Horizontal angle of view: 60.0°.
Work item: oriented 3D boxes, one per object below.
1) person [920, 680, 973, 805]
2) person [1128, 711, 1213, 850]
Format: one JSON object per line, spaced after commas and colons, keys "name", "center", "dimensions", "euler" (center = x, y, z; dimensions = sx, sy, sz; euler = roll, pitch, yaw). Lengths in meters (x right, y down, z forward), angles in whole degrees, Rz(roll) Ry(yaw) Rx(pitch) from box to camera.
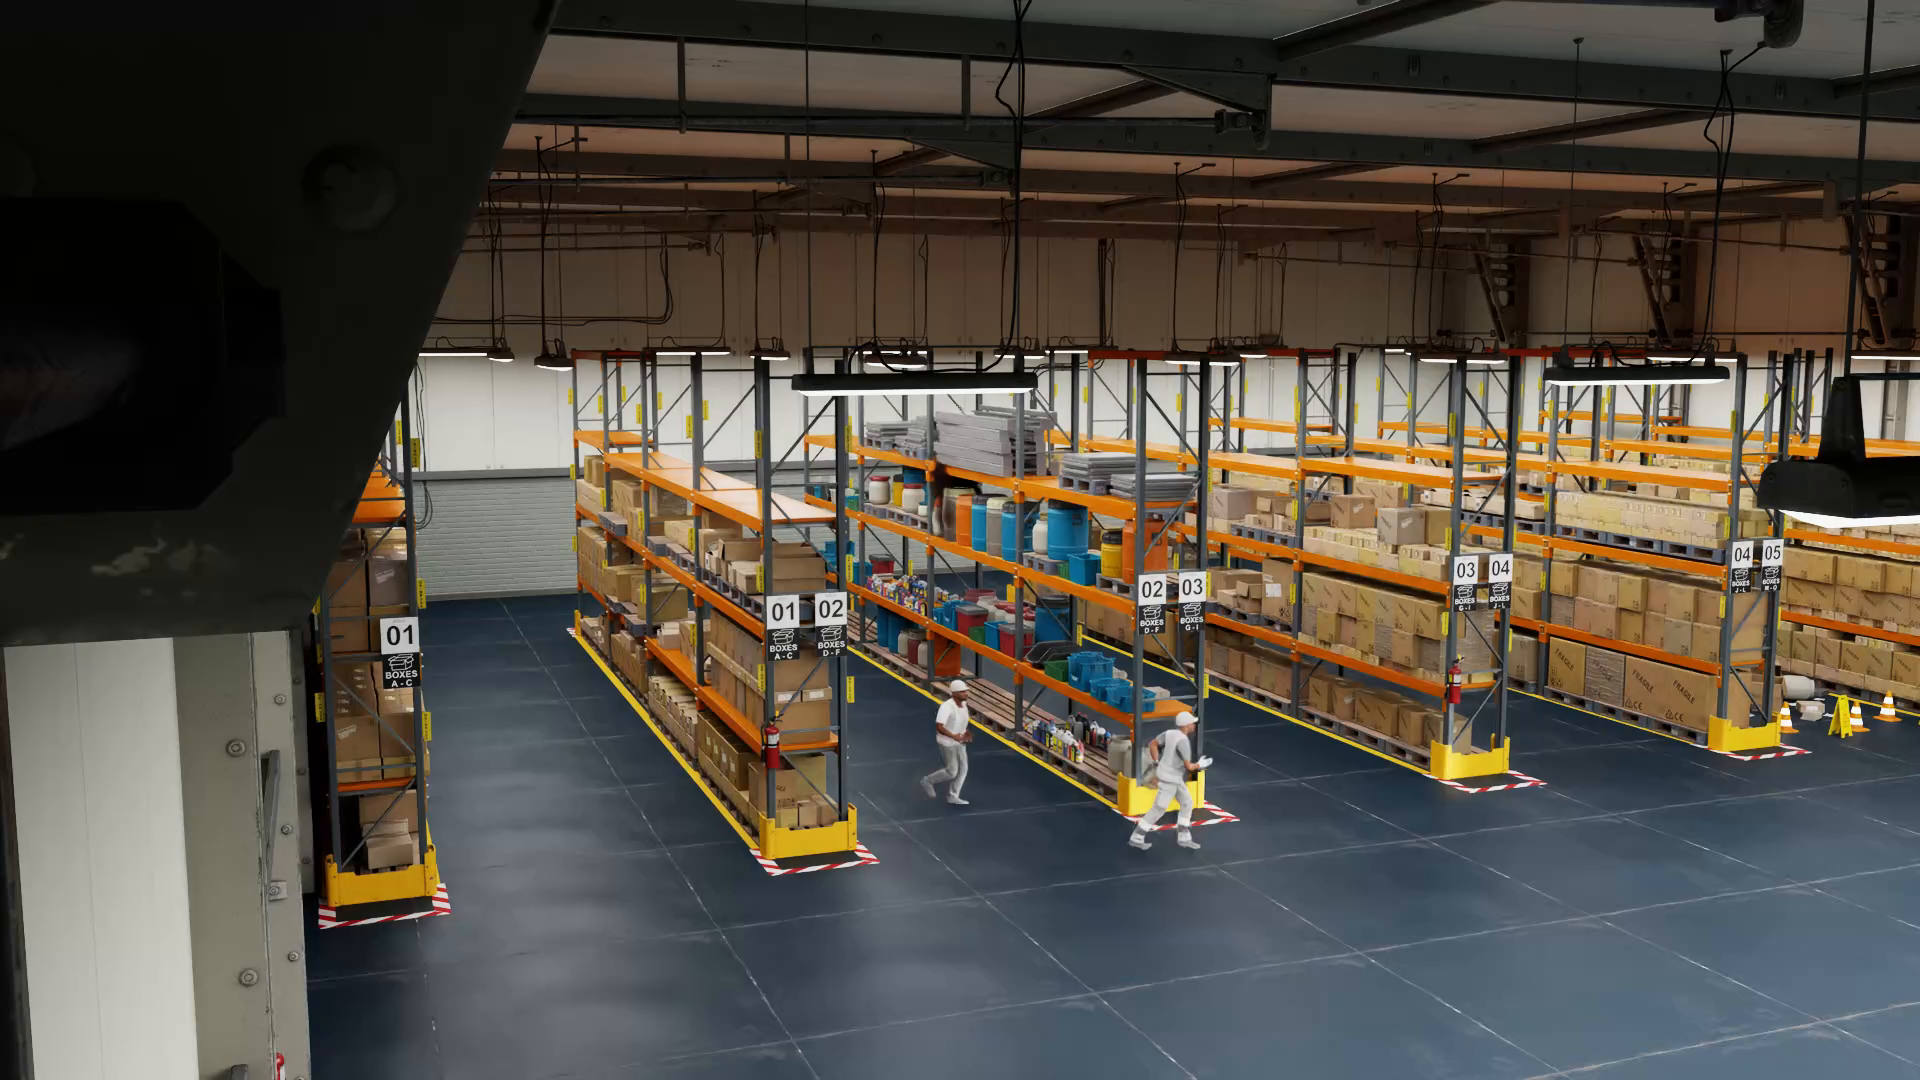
{"name": "person", "center": [-0.167, 2.716, 22.397], "dimensions": [0.761, 1.714, 0.701], "euler": [4, 8, 30]}
{"name": "person", "center": [2.546, 2.940, 20.240], "dimensions": [0.996, 1.744, 0.680], "euler": [0, 7, -2]}
